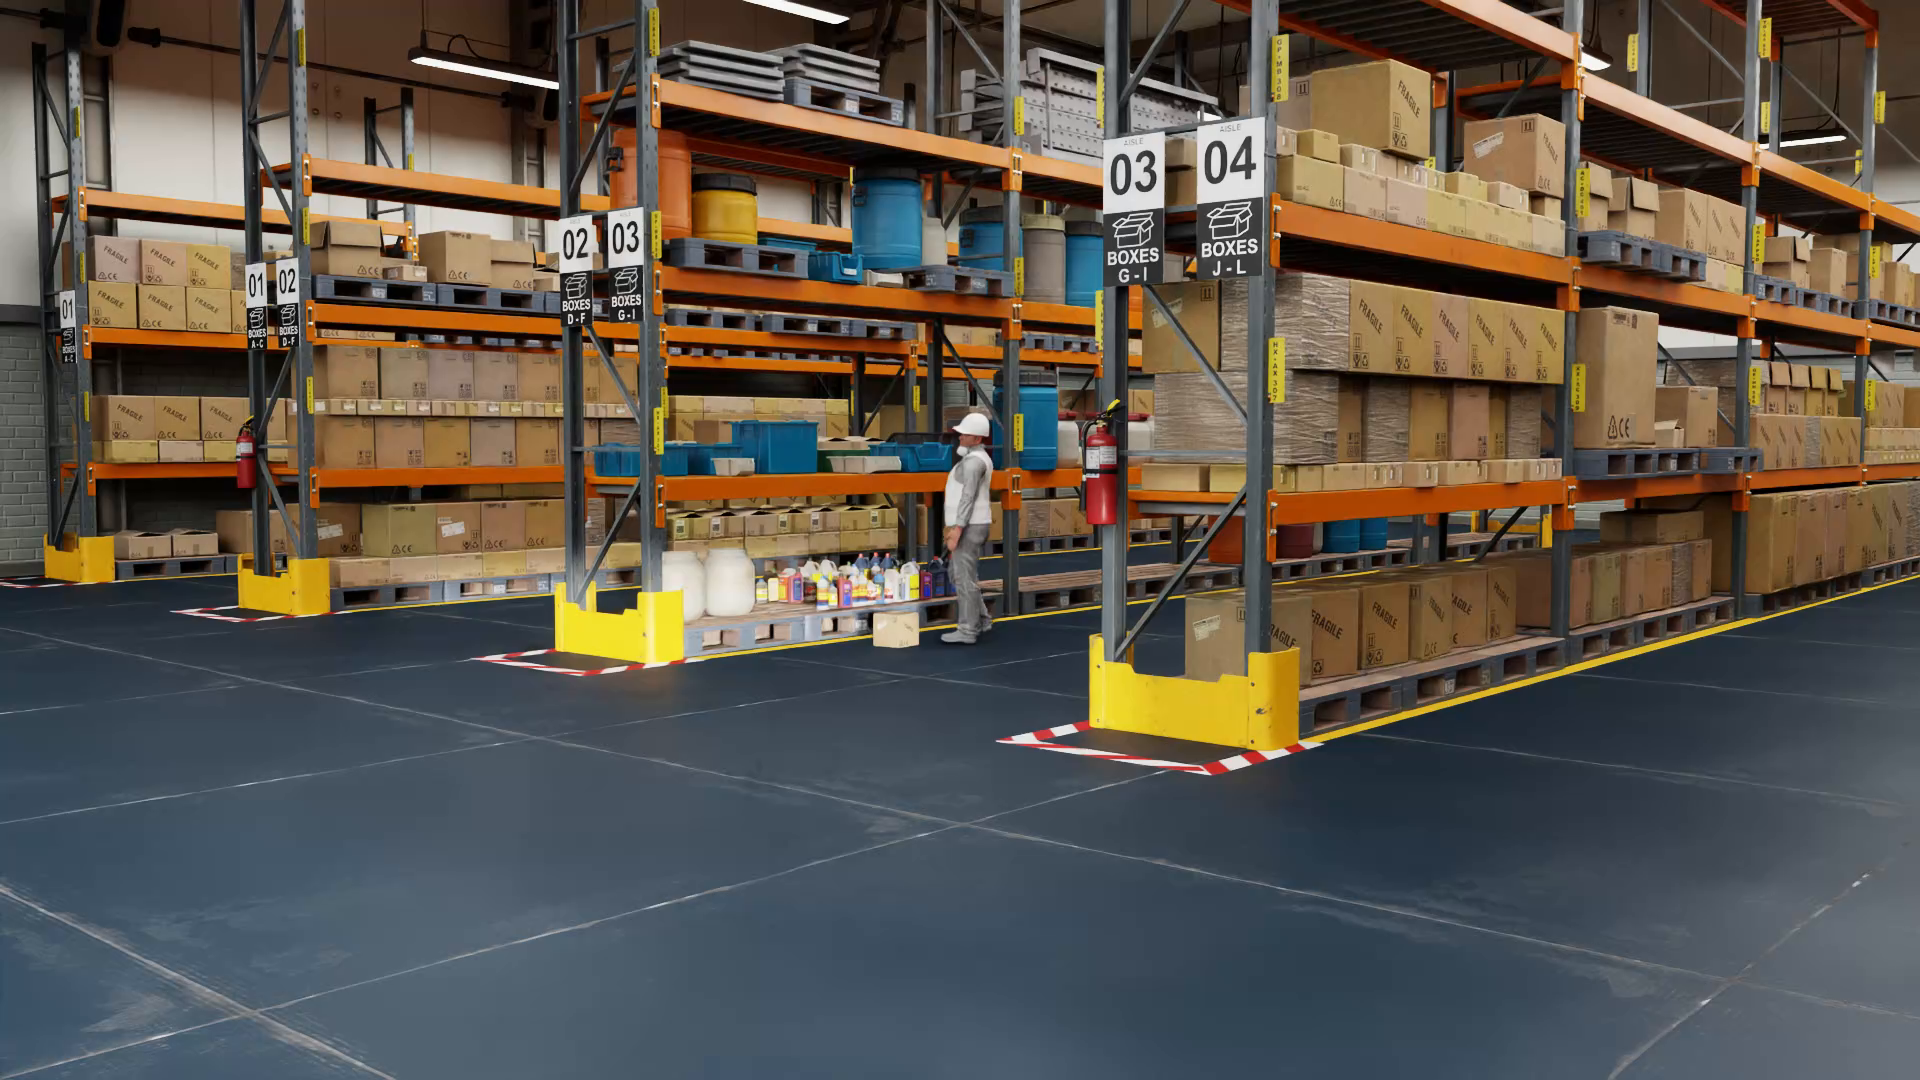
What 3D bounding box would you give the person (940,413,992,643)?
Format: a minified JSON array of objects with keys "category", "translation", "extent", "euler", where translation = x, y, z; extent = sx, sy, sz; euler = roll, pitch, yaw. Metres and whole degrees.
[{"category":"person","translation":[0.050,-0.088,12.886],"extent":[0.388,1.762,0.584],"euler":[1,4,10]}]
